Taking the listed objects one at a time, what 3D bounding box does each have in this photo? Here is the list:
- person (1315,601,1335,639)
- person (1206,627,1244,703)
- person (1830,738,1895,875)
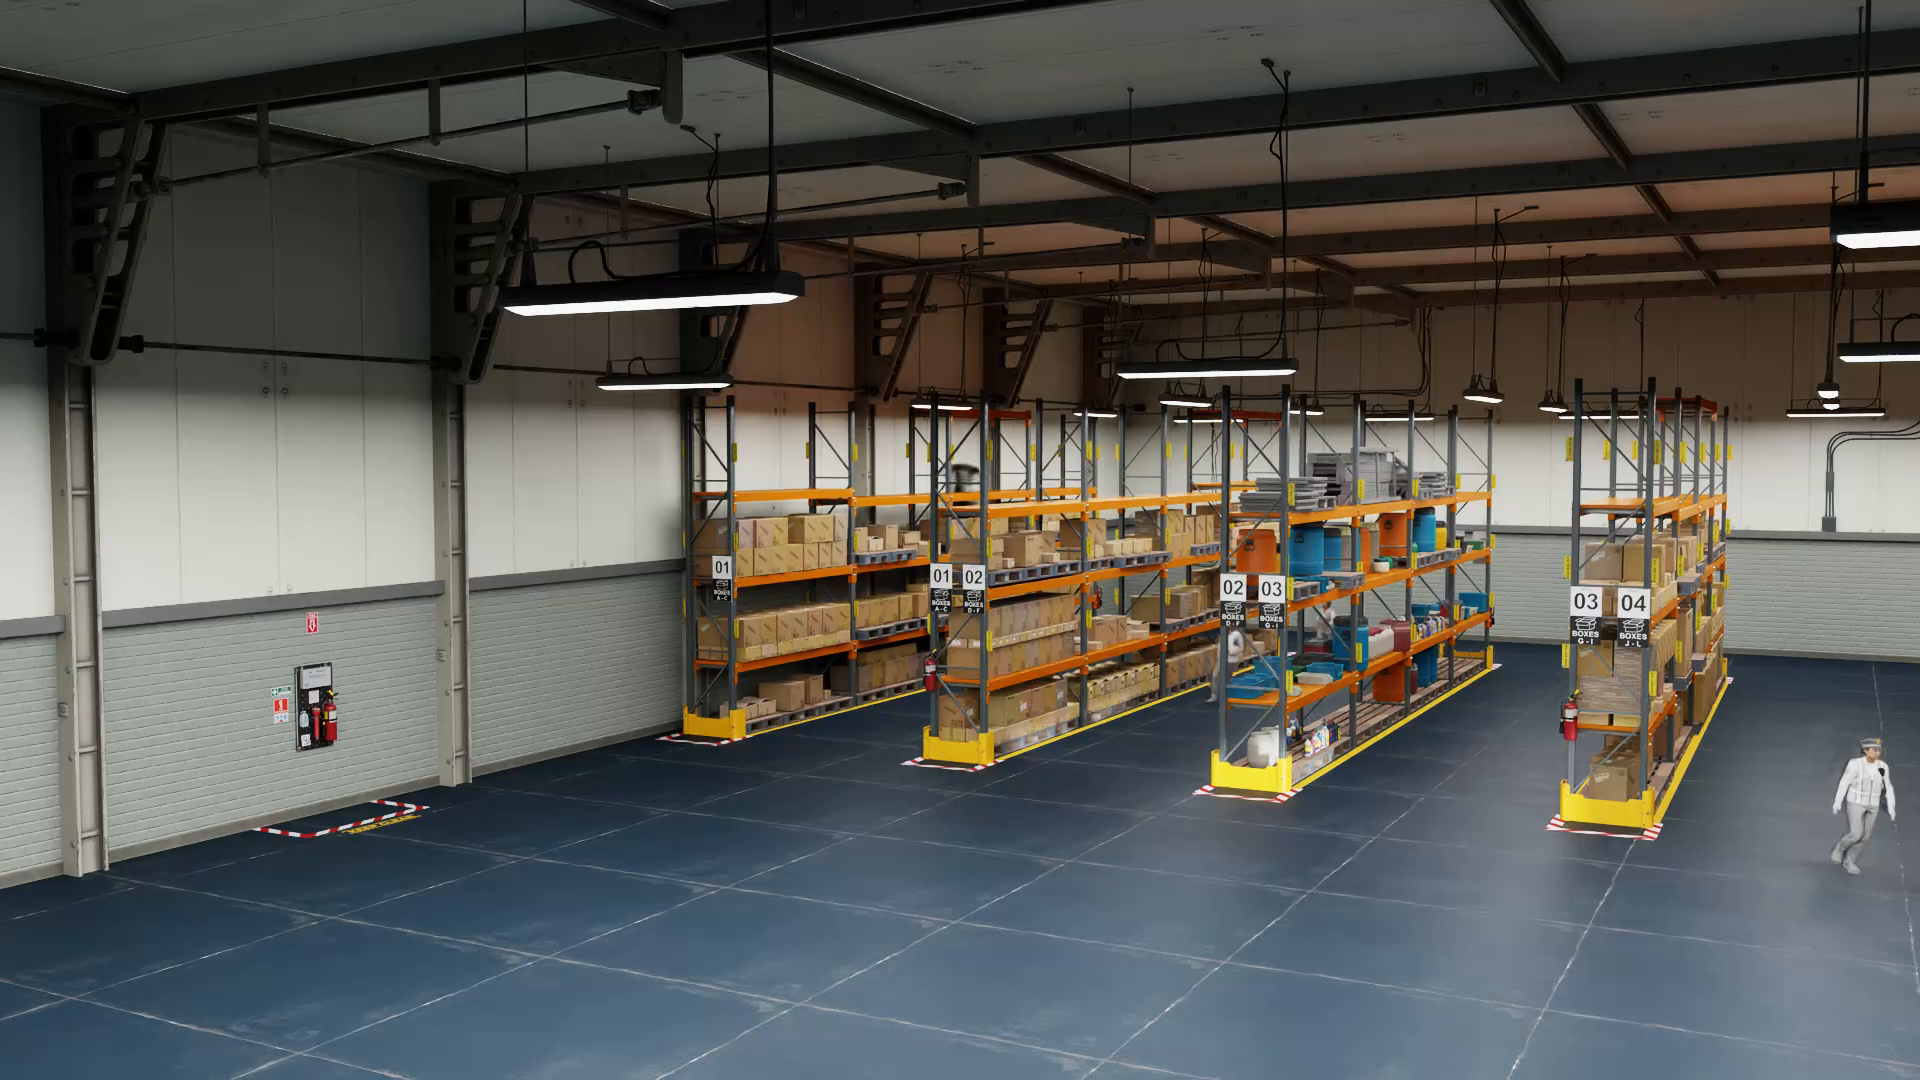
[{"bbox_3d":[8.450,2.177,38.495,0.493,1.648,0.717,1,3,26],"label":"person"},{"bbox_3d":[5.377,2.390,33.220,0.698,1.720,0.853,3,4,42],"label":"person"},{"bbox_3d":[10.709,3.143,19.704,0.600,1.660,0.538,0,3,-2],"label":"person"}]
